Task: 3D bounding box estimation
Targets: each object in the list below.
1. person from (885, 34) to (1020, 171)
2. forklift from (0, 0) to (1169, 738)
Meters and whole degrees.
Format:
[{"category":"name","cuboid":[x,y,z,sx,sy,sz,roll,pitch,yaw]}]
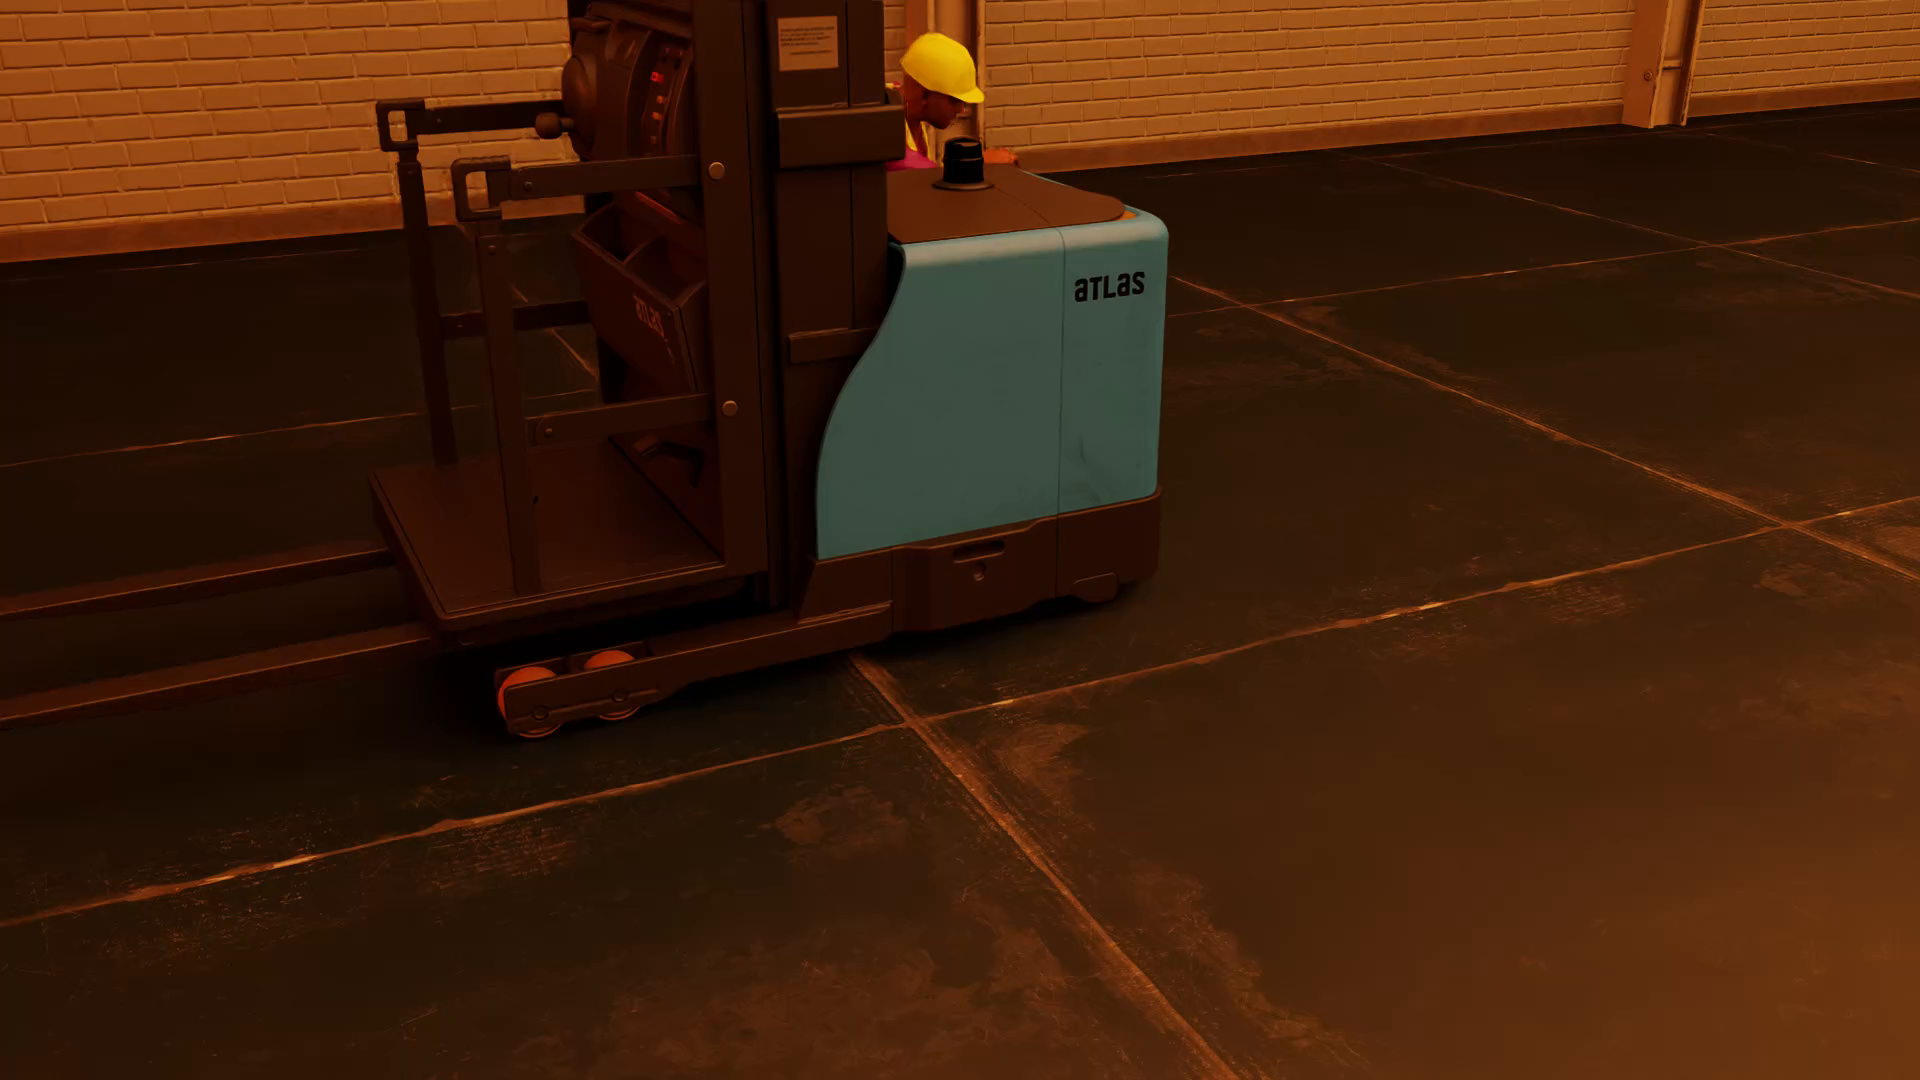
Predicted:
[{"category":"person","cuboid":[-0.071,-1.014,5.743,0.943,1.458,1.230,4,23,10]},{"category":"forklift","cuboid":[-0.989,-1.112,3.964,3.031,2.935,1.130,-11,25,-24]}]
